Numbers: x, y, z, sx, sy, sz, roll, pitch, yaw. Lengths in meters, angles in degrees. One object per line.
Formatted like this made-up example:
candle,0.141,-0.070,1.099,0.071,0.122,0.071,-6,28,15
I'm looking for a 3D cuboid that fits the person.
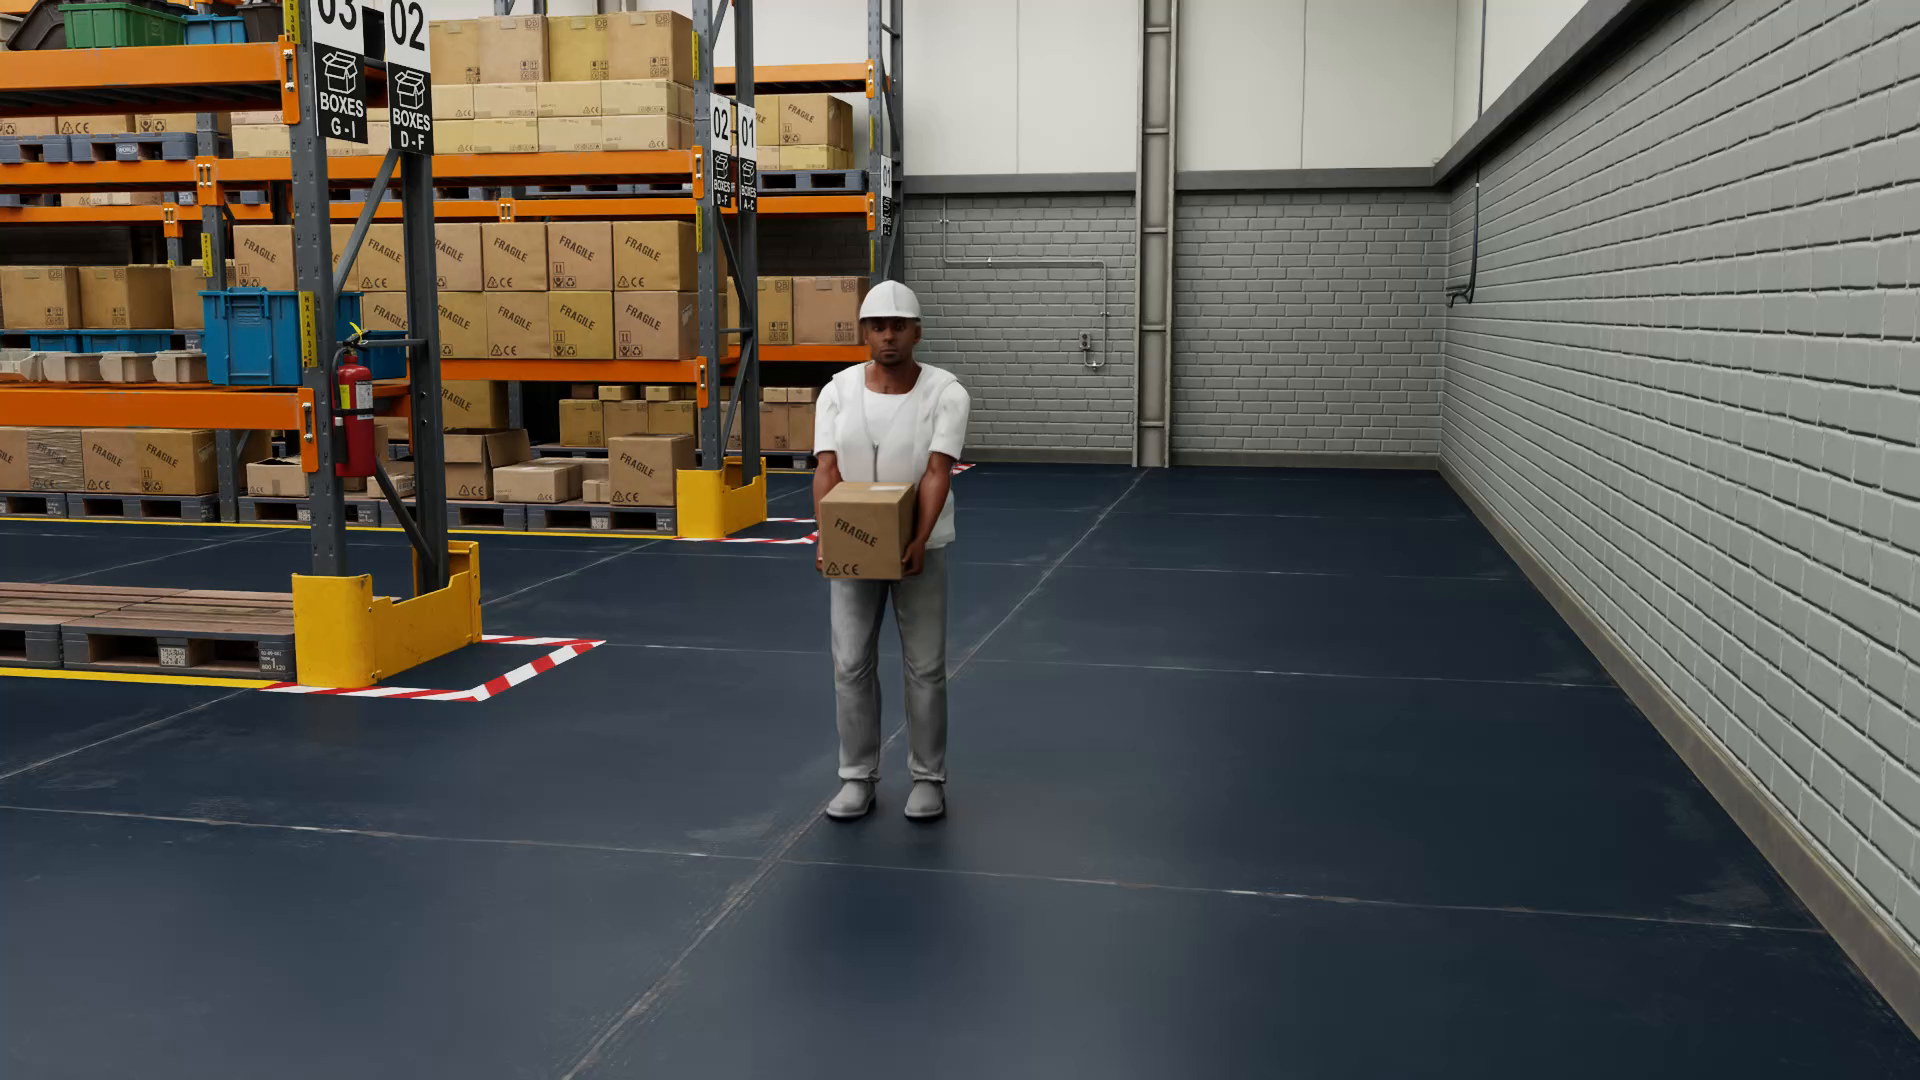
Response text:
person,-0.240,0.042,5.437,0.505,1.761,0.576,1,8,10
